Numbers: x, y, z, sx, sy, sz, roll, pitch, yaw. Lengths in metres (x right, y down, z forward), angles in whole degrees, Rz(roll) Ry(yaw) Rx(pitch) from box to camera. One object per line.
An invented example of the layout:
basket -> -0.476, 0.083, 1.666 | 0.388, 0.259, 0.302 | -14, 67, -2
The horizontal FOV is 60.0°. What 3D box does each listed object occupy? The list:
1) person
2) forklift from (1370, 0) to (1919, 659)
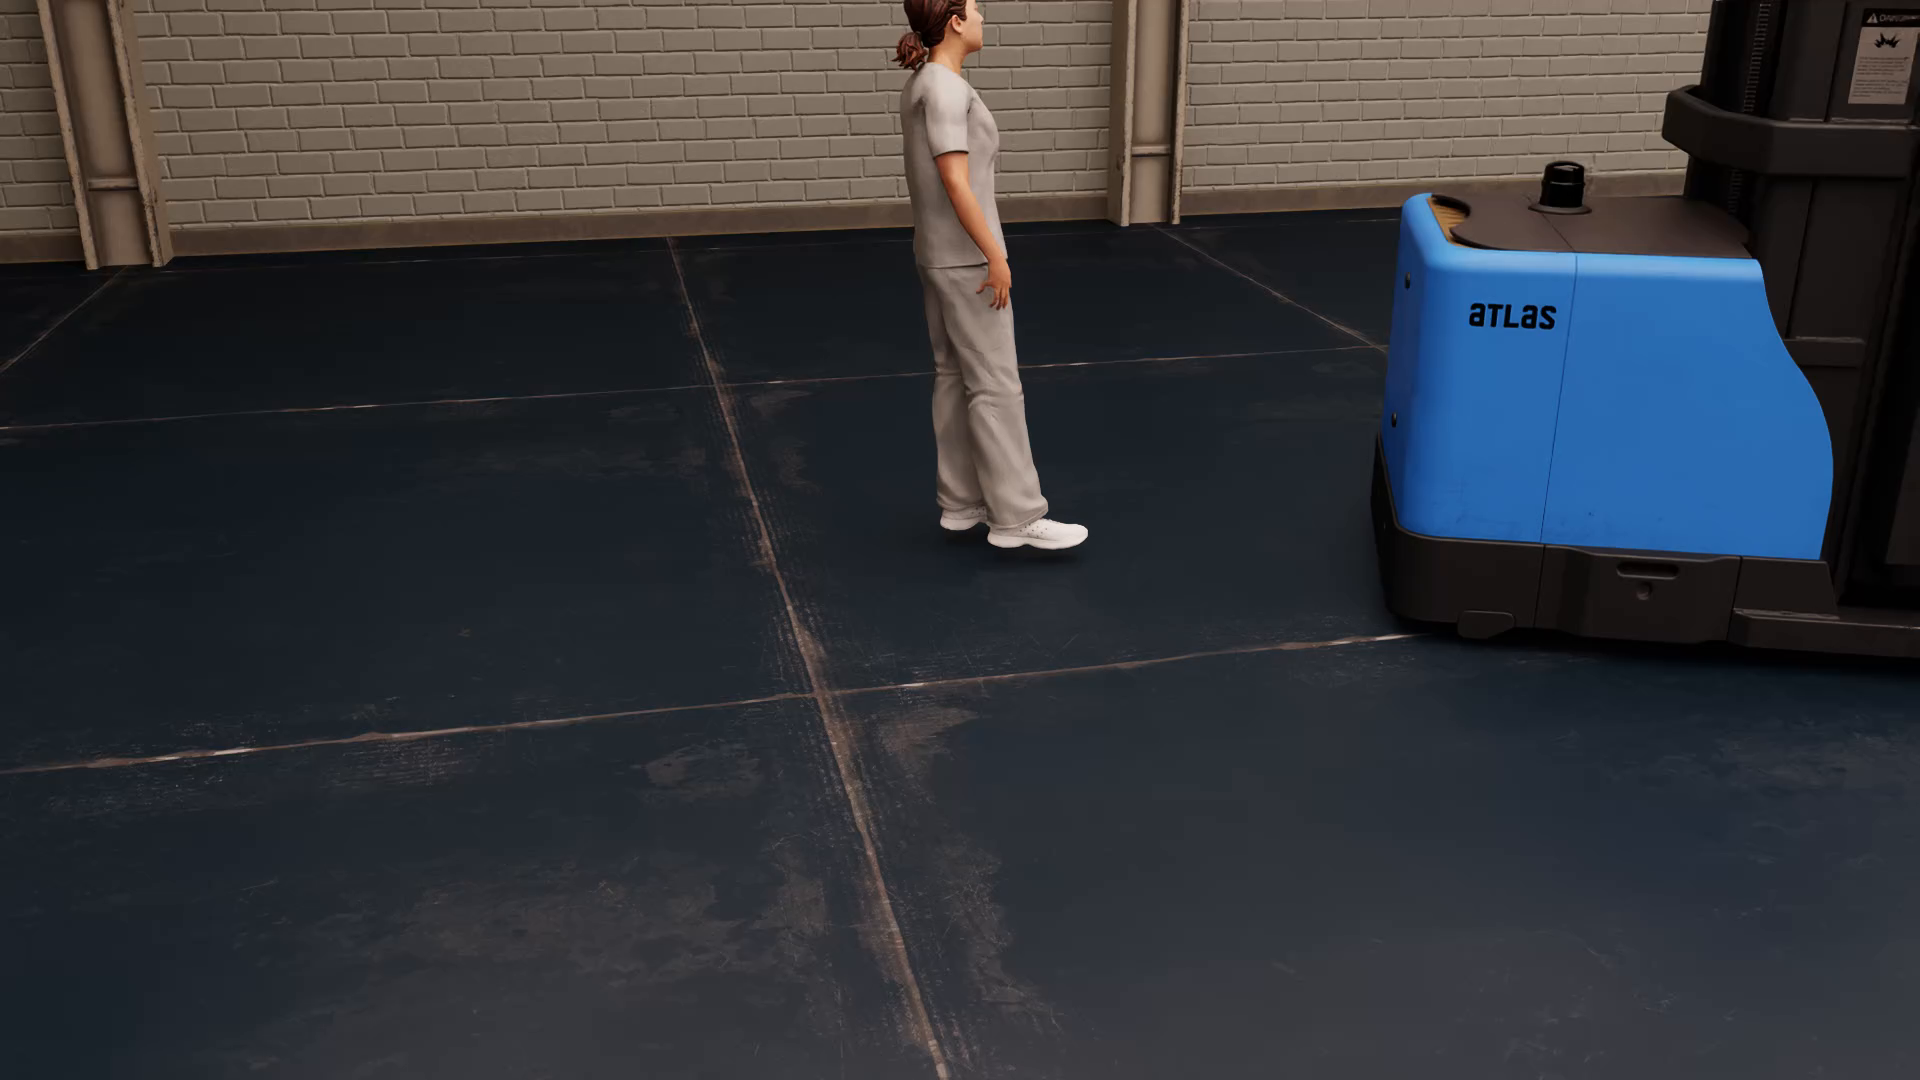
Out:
person -> 0.074, -0.712, 5.029 | 0.549, 1.427, 0.549 | -5, 21, -12
forklift -> 2.752, -1.177, 4.272 | 3.031, 2.935, 1.130 | 4, 21, 9
